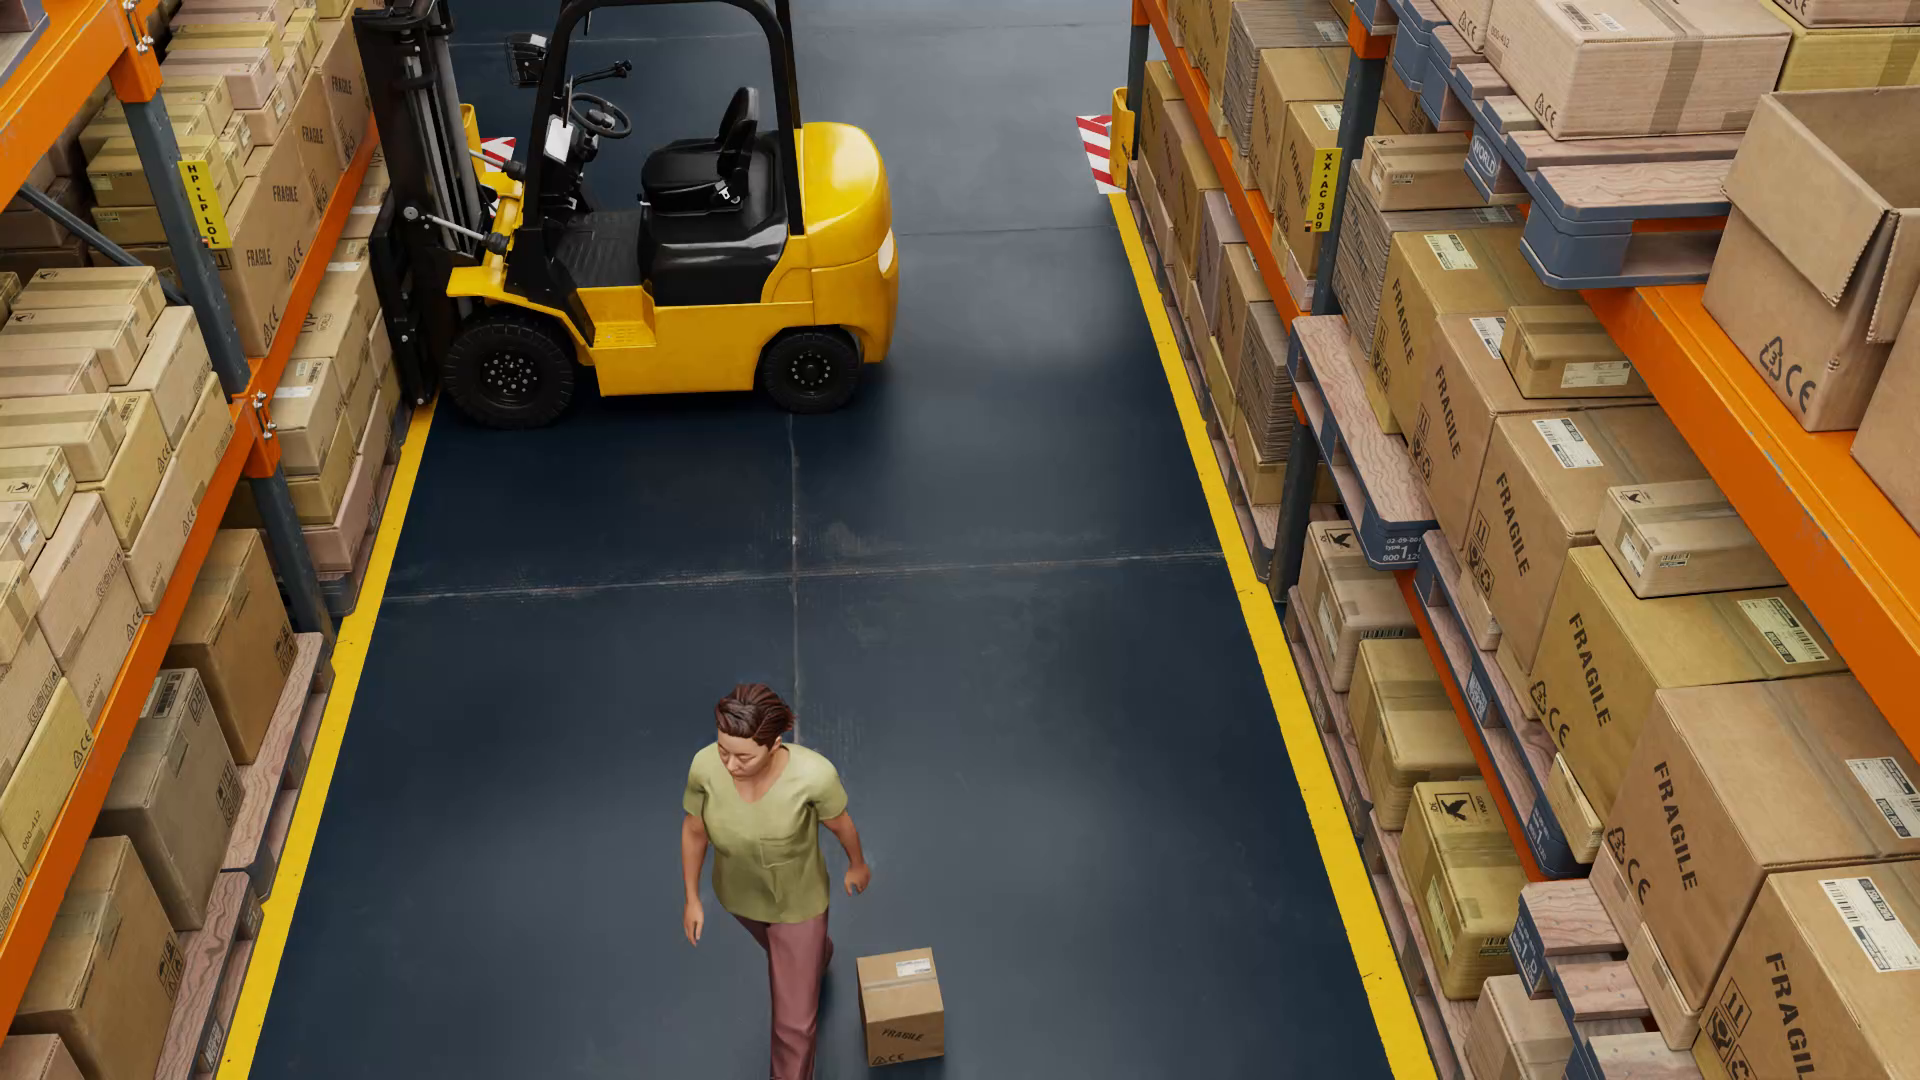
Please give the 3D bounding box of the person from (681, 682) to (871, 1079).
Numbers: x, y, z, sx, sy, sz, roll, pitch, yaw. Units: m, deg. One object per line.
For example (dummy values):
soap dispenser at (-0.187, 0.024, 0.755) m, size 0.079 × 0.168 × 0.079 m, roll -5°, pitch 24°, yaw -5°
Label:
person at (-0.578, 1.076, 4.820) m, size 0.491 × 1.627 × 0.947 m, roll 10°, pitch 40°, yaw 13°
